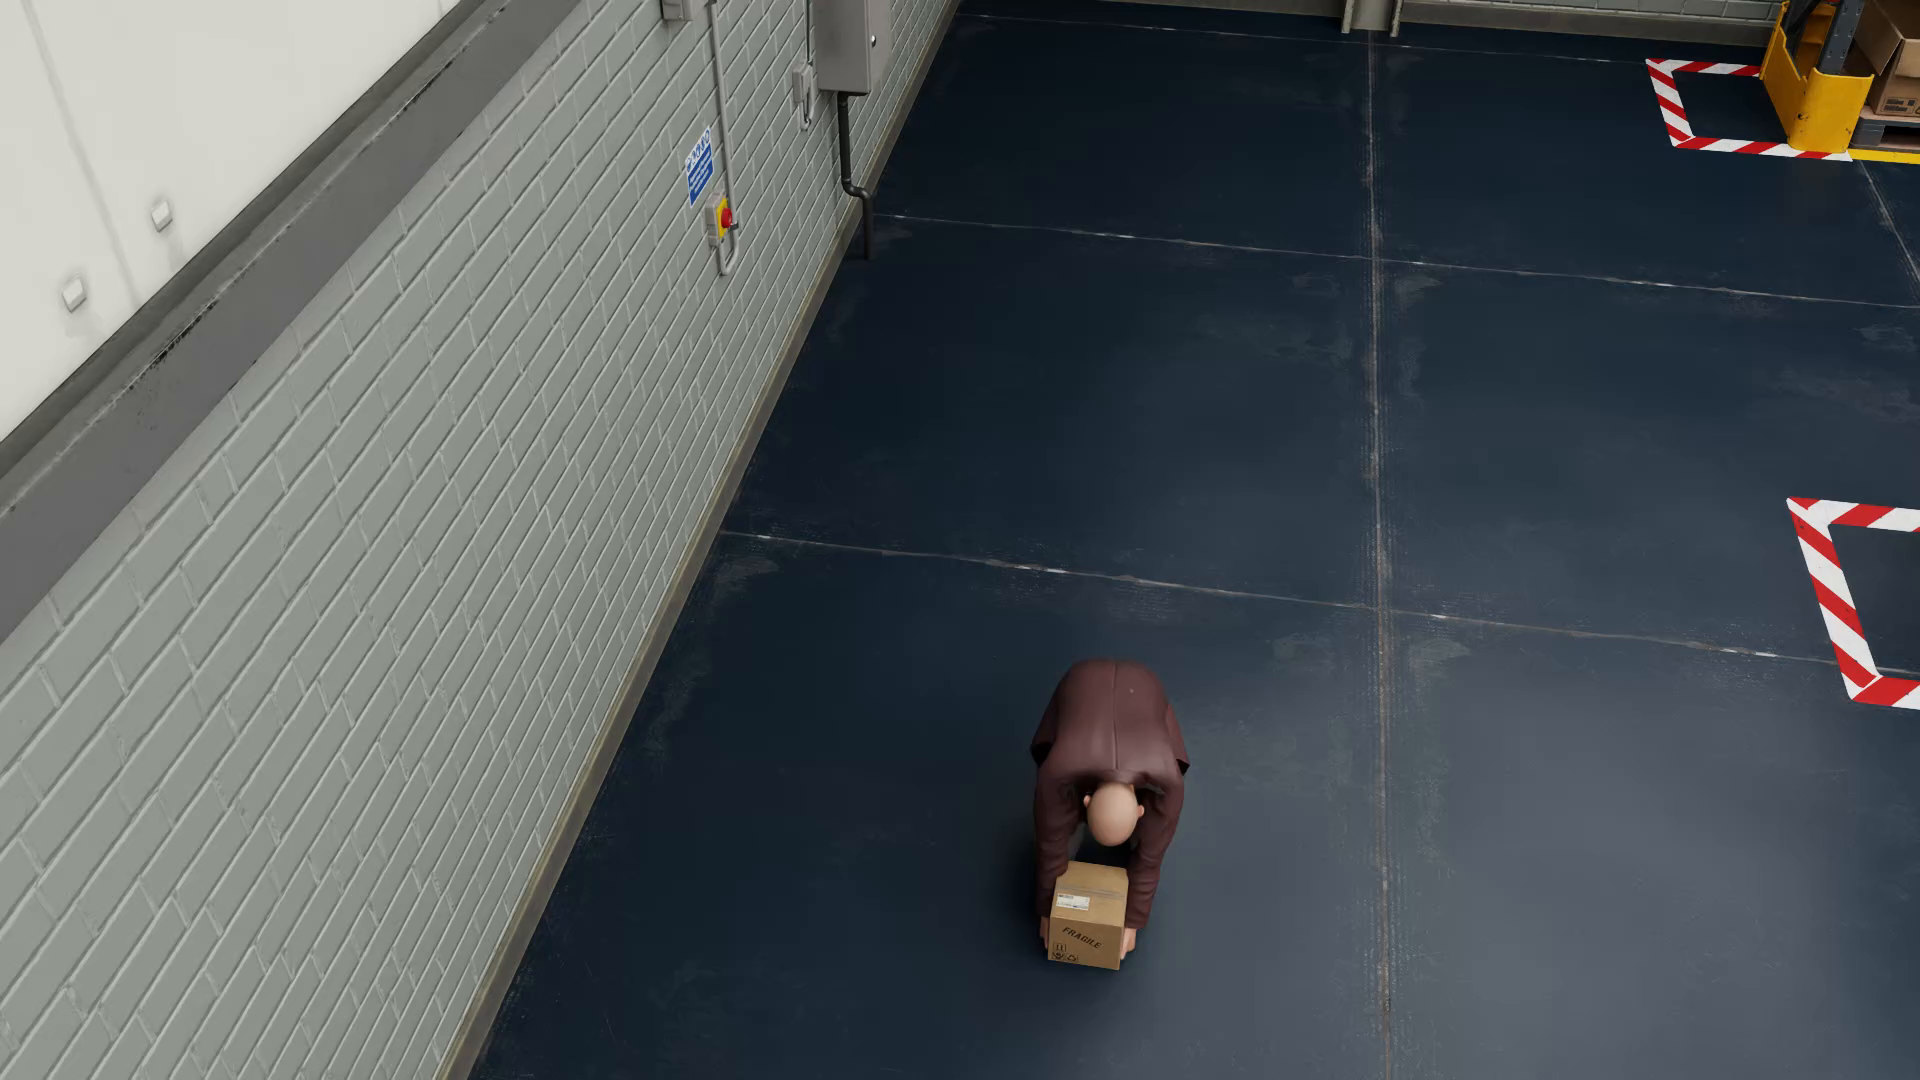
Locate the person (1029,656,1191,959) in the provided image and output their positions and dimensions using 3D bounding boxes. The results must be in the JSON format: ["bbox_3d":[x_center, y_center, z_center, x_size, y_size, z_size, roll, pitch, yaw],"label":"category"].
[{"bbox_3d":[0.519,0.886,5.898,0.574,0.807,0.939,6,40,7],"label":"person"}]
